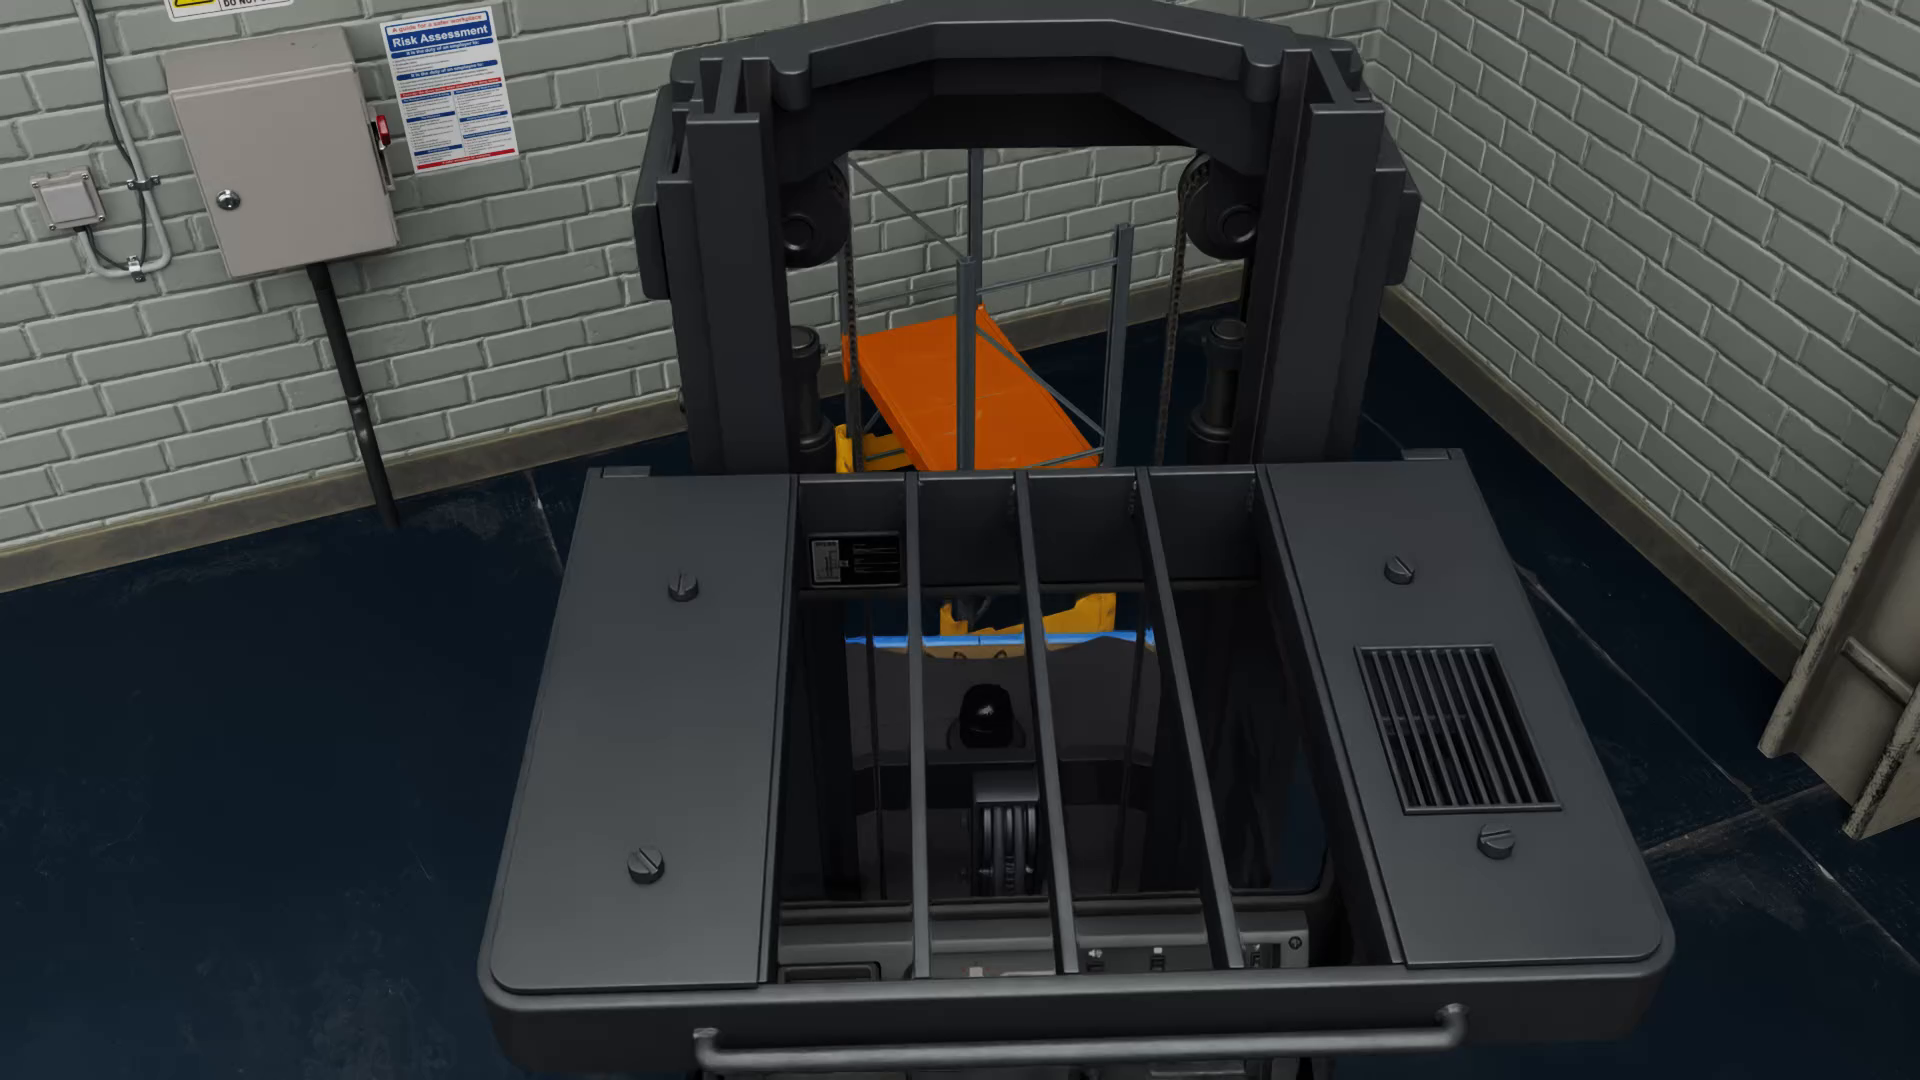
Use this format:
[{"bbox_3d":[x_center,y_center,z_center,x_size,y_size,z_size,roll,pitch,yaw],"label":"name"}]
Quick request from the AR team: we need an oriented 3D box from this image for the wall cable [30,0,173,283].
[{"bbox_3d":[-2.636,-1.481,4.393,0.588,1.984,0.122,-15,43,-17],"label":"wall cable"}]

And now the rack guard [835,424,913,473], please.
[{"bbox_3d":[-0.161,-0.349,5.964,0.587,0.250,0.087,-15,43,-17],"label":"rack guard"}]

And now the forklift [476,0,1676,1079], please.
[{"bbox_3d":[0.095,0.875,2.484,1.130,2.935,3.031,-1,41,-2],"label":"forklift"}]

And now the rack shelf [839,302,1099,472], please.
[{"bbox_3d":[0.033,-0.381,5.319,0.538,0.185,1.000,-15,43,-17],"label":"rack shelf"}]

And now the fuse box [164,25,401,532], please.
[{"bbox_3d":[-1.945,-0.683,5.232,0.539,1.711,0.414,-15,43,-17],"label":"fuse box"}]

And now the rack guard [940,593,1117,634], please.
[{"bbox_3d":[0.220,0.251,5.266,0.587,0.250,0.087,-15,43,-17],"label":"rack guard"}]

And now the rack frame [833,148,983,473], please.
[{"bbox_3d":[-0.162,-0.823,5.557,0.500,1.500,0.032,-15,43,-17],"label":"rack frame"}]

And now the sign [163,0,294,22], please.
[{"bbox_3d":[-2.075,-1.596,4.672,0.339,0.242,0.001,-15,43,-17],"label":"sign"}]

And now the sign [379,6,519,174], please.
[{"bbox_3d":[-1.568,-1.384,5.131,0.329,0.494,0.001,-15,43,-17],"label":"sign"}]

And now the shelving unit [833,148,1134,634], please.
[{"bbox_3d":[0.029,-0.523,5.208,0.587,1.500,1.083,-15,43,-17],"label":"shelving unit"}]

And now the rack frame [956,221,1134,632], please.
[{"bbox_3d":[0.227,-0.211,4.845,0.500,1.500,0.032,-15,43,-17],"label":"rack frame"}]

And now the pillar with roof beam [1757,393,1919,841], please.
[{"bbox_3d":[-1.354,-1.635,0.749,9.100,9.000,0.400,-15,43,-17],"label":"pillar with roof beam"}]
